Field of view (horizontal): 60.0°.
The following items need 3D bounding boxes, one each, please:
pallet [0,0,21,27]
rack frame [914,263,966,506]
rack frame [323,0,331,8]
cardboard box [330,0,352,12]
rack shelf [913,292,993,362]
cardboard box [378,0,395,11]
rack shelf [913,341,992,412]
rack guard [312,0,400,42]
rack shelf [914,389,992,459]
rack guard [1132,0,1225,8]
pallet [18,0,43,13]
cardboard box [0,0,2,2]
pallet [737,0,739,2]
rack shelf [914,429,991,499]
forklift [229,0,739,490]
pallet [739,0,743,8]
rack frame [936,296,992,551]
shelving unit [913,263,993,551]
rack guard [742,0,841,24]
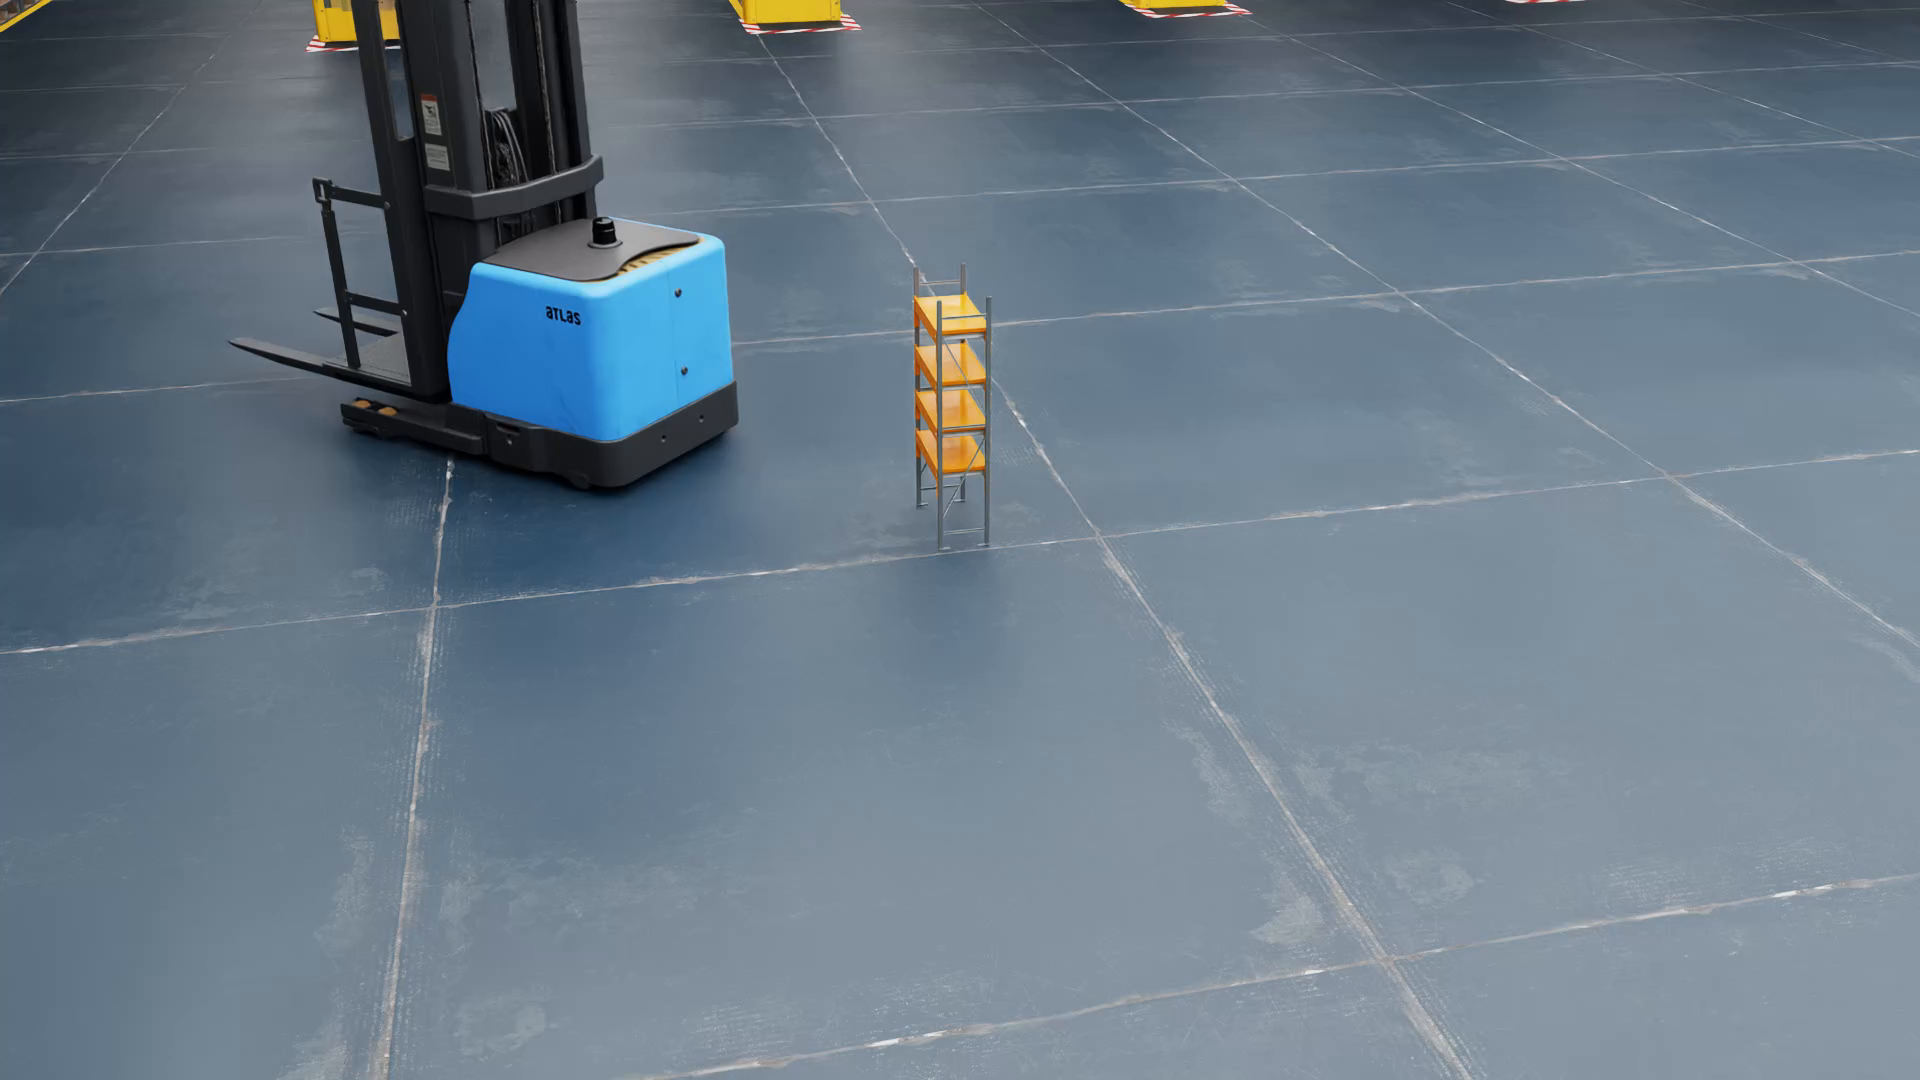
[{"bbox_3d":[-12.086,-6.367,20.131,1.003,0.211,1.213,-6,27,-12],"label":"pallet"},{"bbox_3d":[-0.092,-0.715,7.836,0.240,1.200,0.015,-6,27,-12],"label":"rack frame"},{"bbox_3d":[-6.824,-7.189,18.664,1.000,3.000,0.127,-6,27,-12],"label":"rack frame"},{"bbox_3d":[-7.232,-6.354,19.596,0.500,0.250,0.500,-6,27,-12],"label":"cardboard box"},{"bbox_3d":[-0.037,-0.959,7.447,0.258,0.148,0.480,-6,27,-12],"label":"rack shelf"},{"bbox_3d":[-6.728,-6.407,19.700,0.500,0.250,0.500,-6,27,-12],"label":"cardboard box"},{"bbox_3d":[-0.037,-0.748,7.553,0.258,0.148,0.480,-6,27,-12],"label":"rack shelf"},{"bbox_3d":[-6.818,-6.062,19.206,1.175,0.500,0.348,-6,27,-12],"label":"rack guard"},{"bbox_3d":[-0.037,-0.548,7.654,0.258,0.148,0.480,-6,27,-12],"label":"rack shelf"},{"bbox_3d":[2.812,-7.111,21.283,1.175,0.500,0.348,-6,27,-12],"label":"rack guard"},{"bbox_3d":[-12.365,-6.904,21.194,1.003,0.211,1.213,-6,27,-12],"label":"pallet"},{"bbox_3d":[-11.962,-6.655,19.892,0.700,0.500,0.500,-8,28,-15],"label":"cardboard box"},{"bbox_3d":[-2.509,-7.366,22.109,1.003,0.211,1.213,-6,27,-12],"label":"pallet"},{"bbox_3d":[-0.037,-0.371,7.743,0.258,0.148,0.480,-6,27,-12],"label":"rack shelf"},{"bbox_3d":[-2.709,-2.031,8.520,3.031,2.935,1.130,15,30,27],"label":"forklift"},{"bbox_3d":[-2.238,-6.831,21.050,1.003,0.211,1.213,-6,27,-12],"label":"pallet"},{"bbox_3d":[0.018,-0.501,7.411,0.240,1.200,0.015,-6,27,-12],"label":"rack frame"},{"bbox_3d":[-0.037,-0.608,7.624,0.258,1.200,0.503,-6,27,-12],"label":"shelving unit"},{"bbox_3d":[-2.060,-6.603,20.277,1.175,0.500,0.348,-6,27,-12],"label":"rack guard"}]
